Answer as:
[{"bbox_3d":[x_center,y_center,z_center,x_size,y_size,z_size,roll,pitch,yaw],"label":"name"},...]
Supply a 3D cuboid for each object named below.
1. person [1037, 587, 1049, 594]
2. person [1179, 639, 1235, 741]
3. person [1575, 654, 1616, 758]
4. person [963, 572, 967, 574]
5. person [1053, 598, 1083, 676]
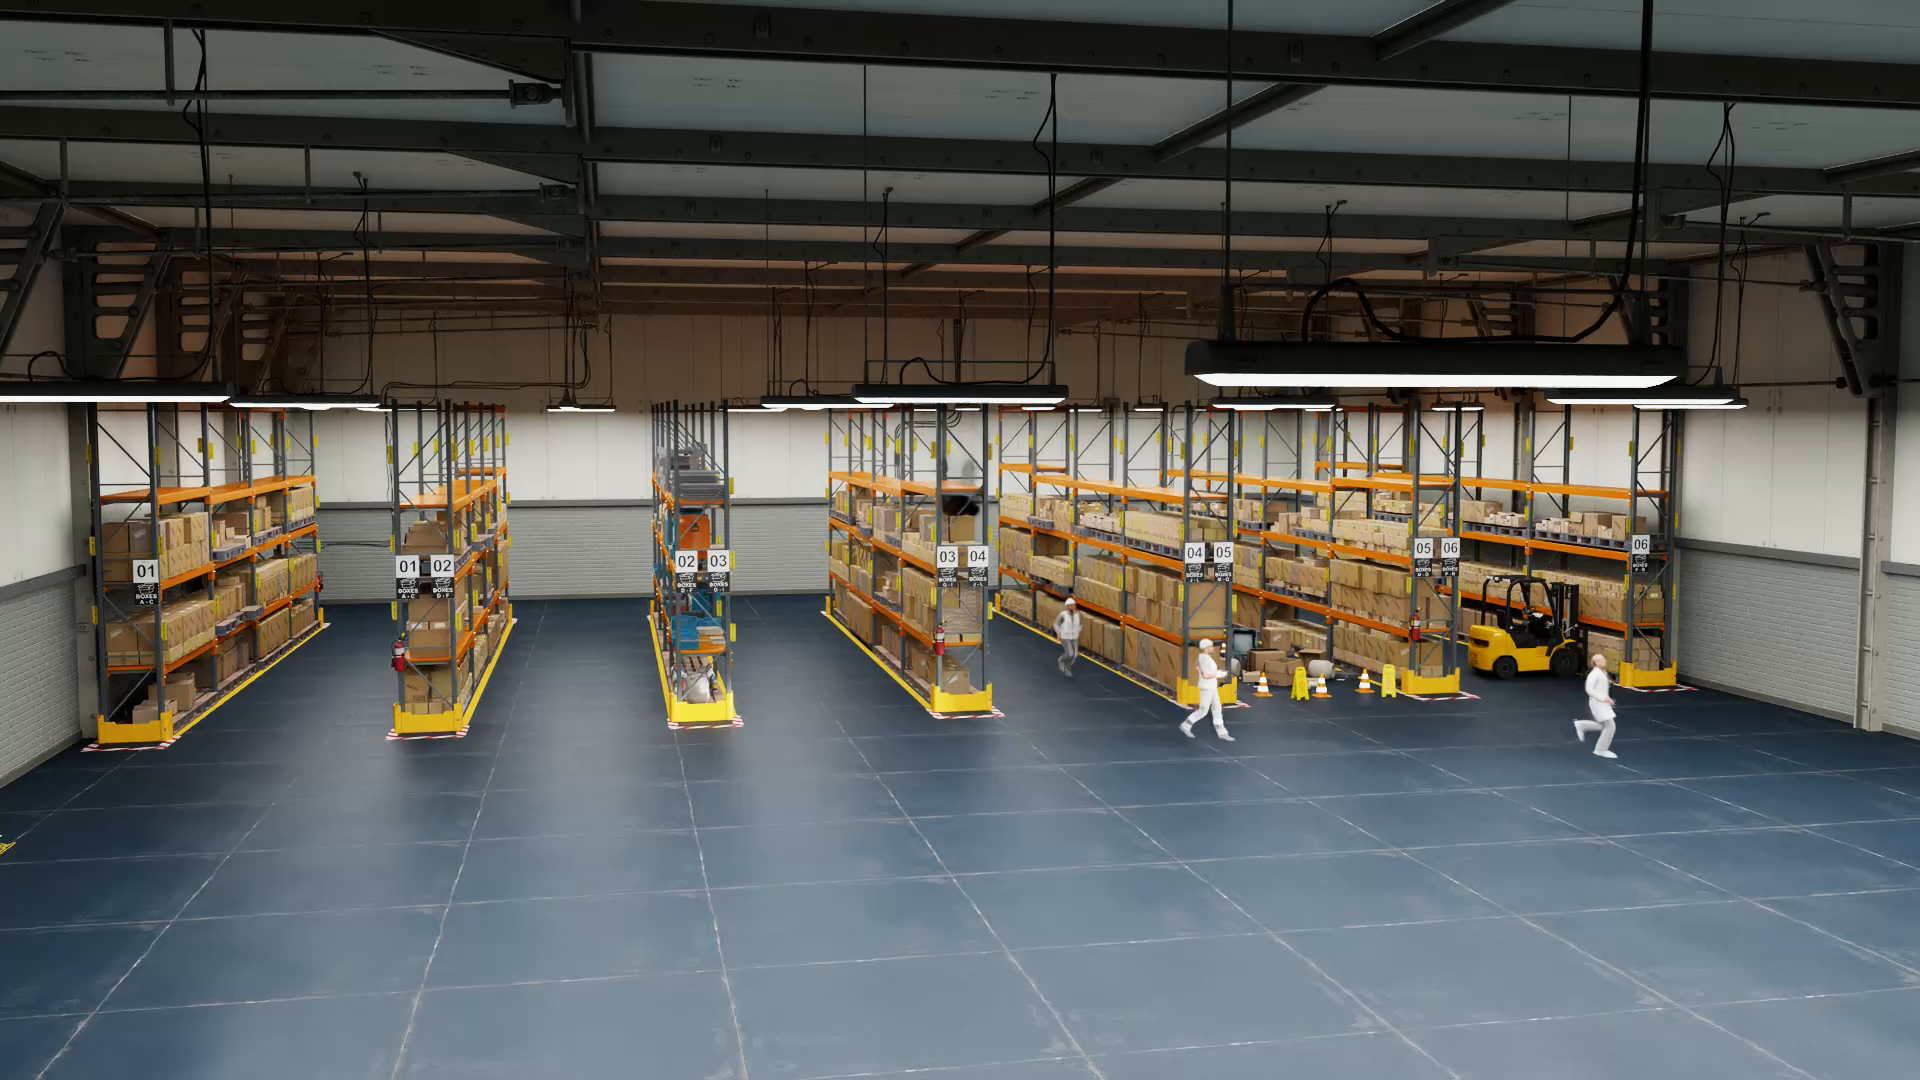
[{"bbox_3d":[2.362,1.130,50.126,0.859,1.681,0.560,-1,4,-9],"label":"person"},{"bbox_3d":[4.317,2.610,28.985,0.968,1.787,0.647,1,5,18],"label":"person"},{"bbox_3d":[10.705,2.773,27.985,0.711,1.725,0.722,3,5,31],"label":"person"},{"bbox_3d":[0.143,1.679,42.940,0.582,1.695,0.680,-1,5,-19],"label":"person"},{"bbox_3d":[2.404,2.130,36.258,0.643,1.723,0.610,-2,5,-24],"label":"person"}]
